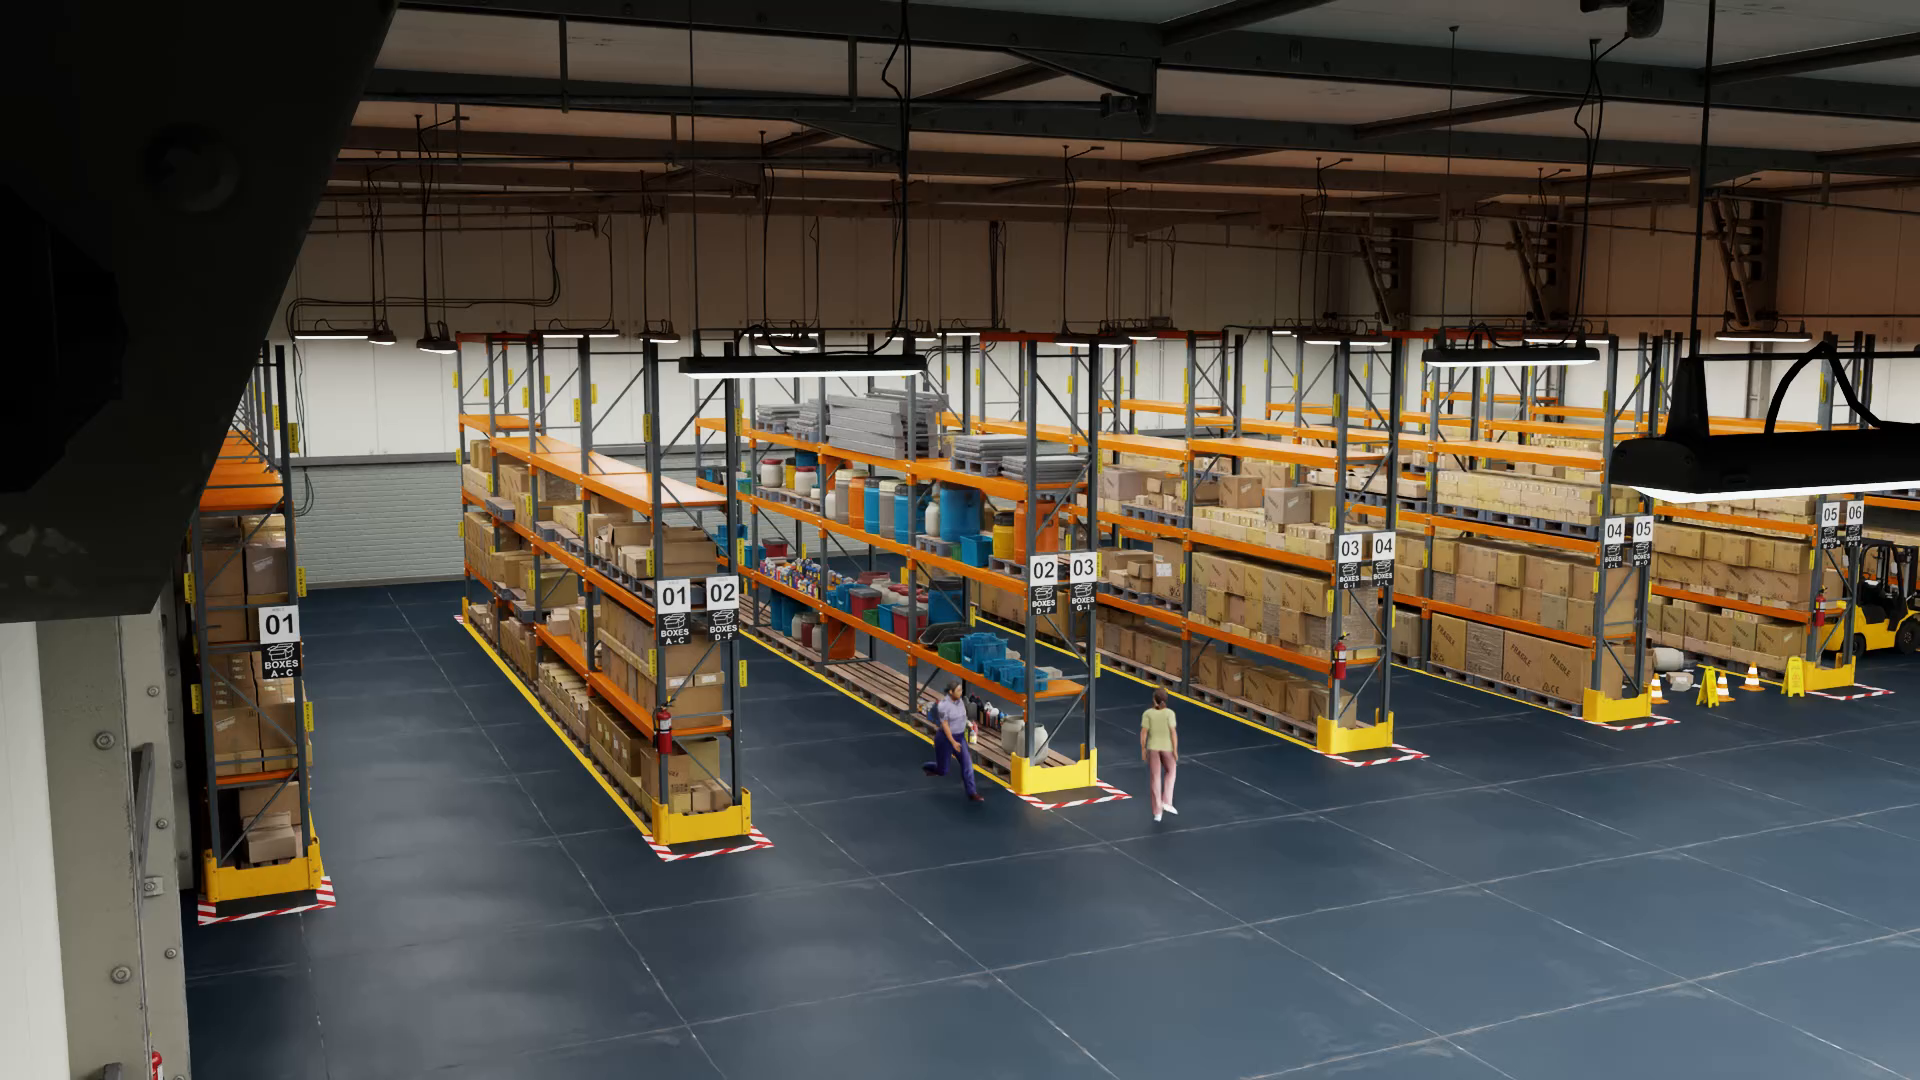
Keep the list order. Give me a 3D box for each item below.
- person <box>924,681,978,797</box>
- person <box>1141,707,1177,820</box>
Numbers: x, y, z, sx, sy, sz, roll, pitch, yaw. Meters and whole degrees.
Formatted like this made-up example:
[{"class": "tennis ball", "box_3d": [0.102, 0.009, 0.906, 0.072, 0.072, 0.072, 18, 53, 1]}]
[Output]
[{"class": "person", "box_3d": [-0.102, 2.588, 21.849, 0.468, 1.514, 0.888, -6, 10, -40]}, {"class": "person", "box_3d": [2.501, 2.810, 20.962, 0.465, 1.419, 0.446, 2, 8, 11]}]
